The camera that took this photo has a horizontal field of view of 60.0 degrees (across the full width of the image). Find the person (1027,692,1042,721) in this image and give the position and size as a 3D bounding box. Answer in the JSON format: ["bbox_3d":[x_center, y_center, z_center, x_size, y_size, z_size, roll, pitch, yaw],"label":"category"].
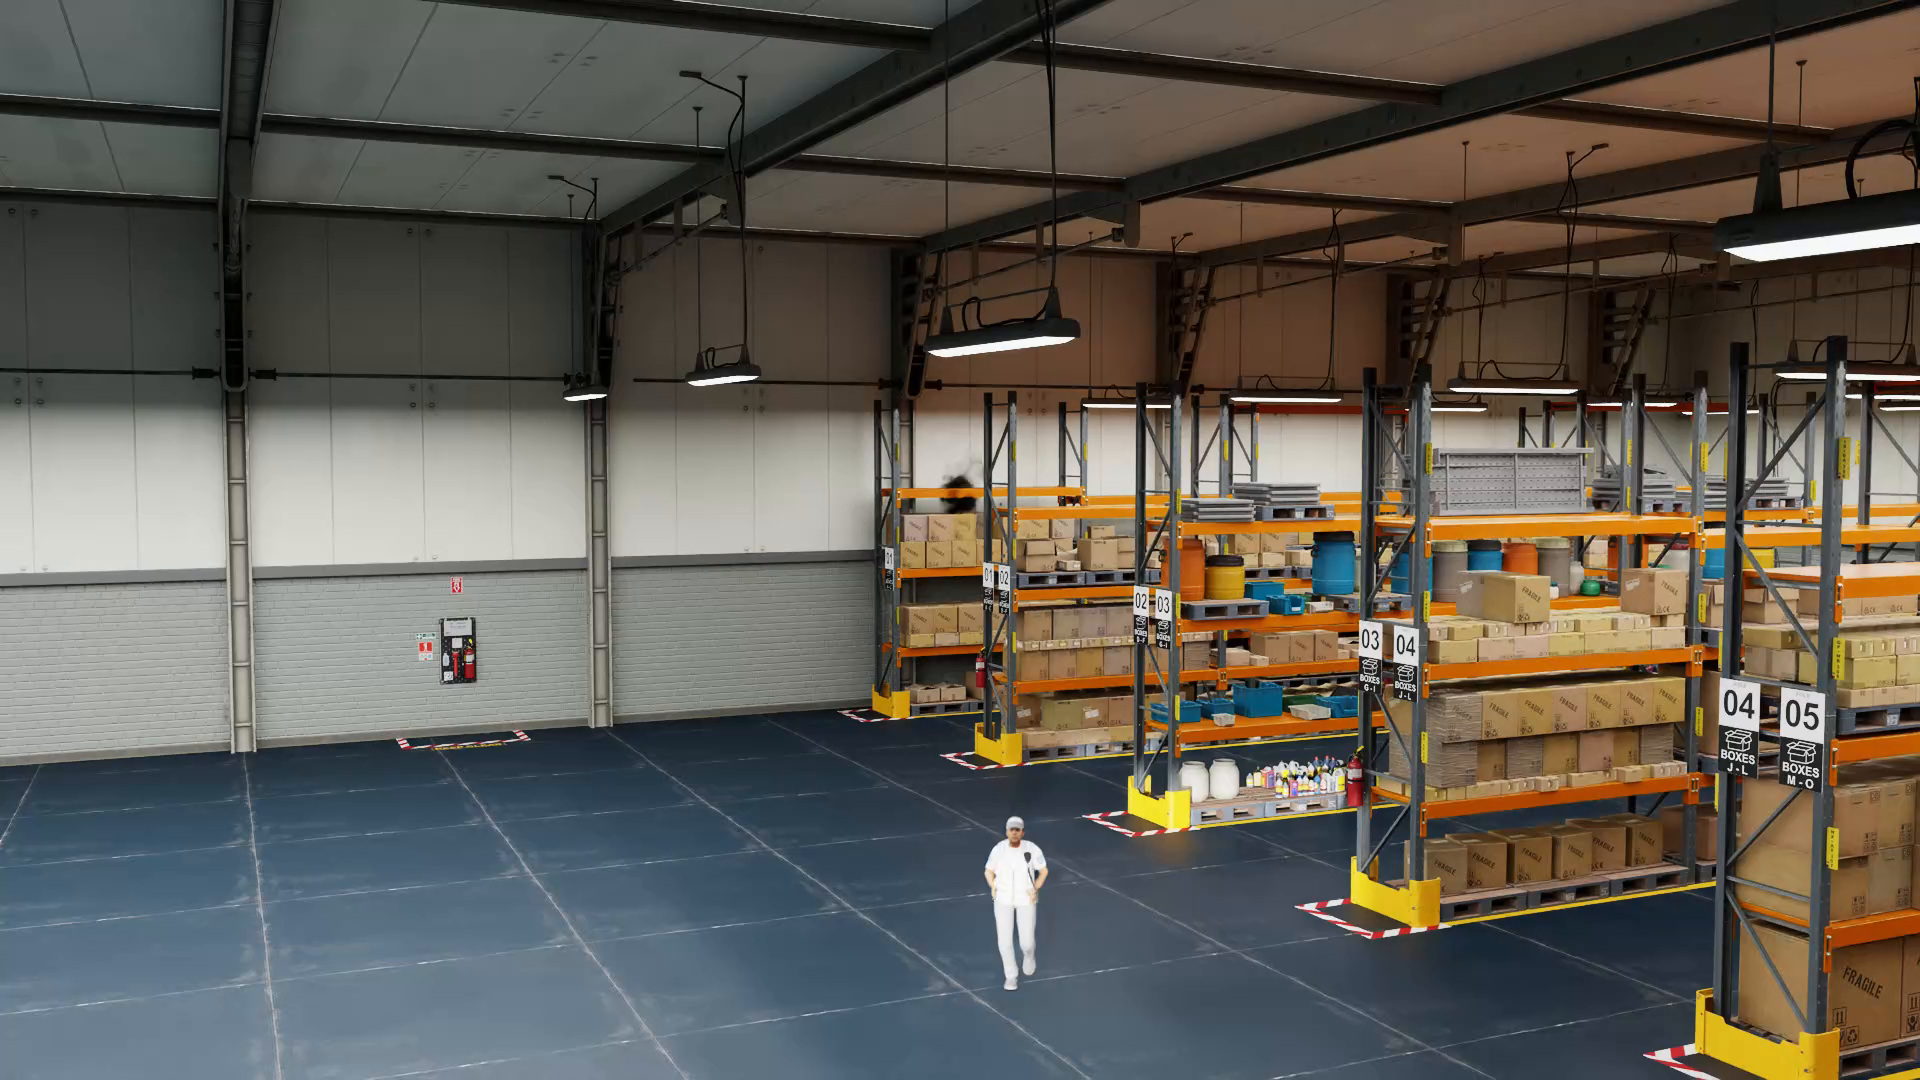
[{"bbox_3d":[1.236,2.620,29.333,0.782,1.746,0.626,-2,4,-25],"label":"person"}]

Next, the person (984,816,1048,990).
[{"bbox_3d":[0.523,3.440,15.802,0.604,1.604,0.560,0,3,8],"label":"person"}]
